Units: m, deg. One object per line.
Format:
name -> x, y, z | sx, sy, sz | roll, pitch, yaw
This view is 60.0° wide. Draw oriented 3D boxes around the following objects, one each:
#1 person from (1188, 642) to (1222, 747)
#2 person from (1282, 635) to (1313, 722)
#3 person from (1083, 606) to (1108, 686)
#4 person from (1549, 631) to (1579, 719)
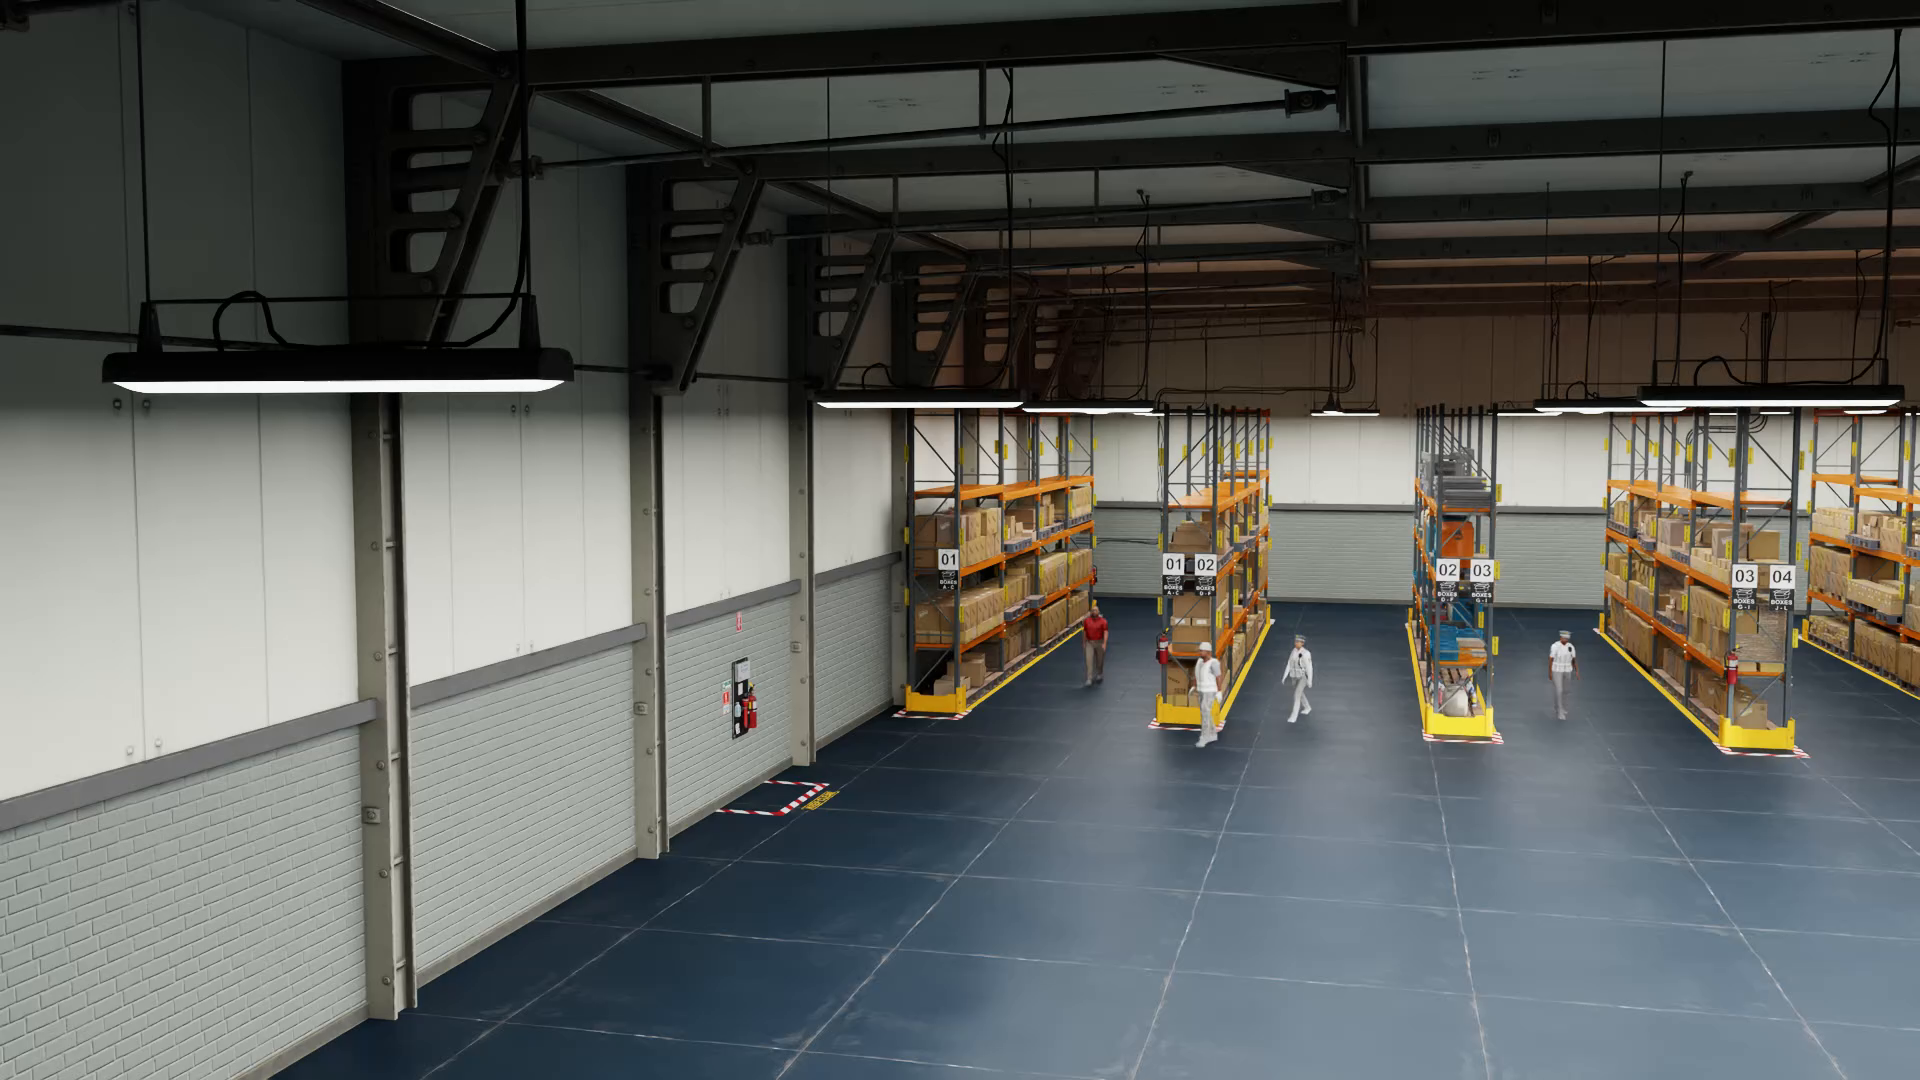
person -> 4.288, 2.699, 29.314 | 0.676, 1.787, 0.645 | -2, 5, -26
person -> 6.448, 2.591, 31.550 | 0.539, 1.626, 1.058 | 4, 6, 43
person -> 2.925, 2.257, 35.850 | 0.540, 1.653, 1.088 | 0, 4, 5
person -> 11.615, 2.571, 31.993 | 0.498, 1.670, 0.675 | 0, 4, -3
